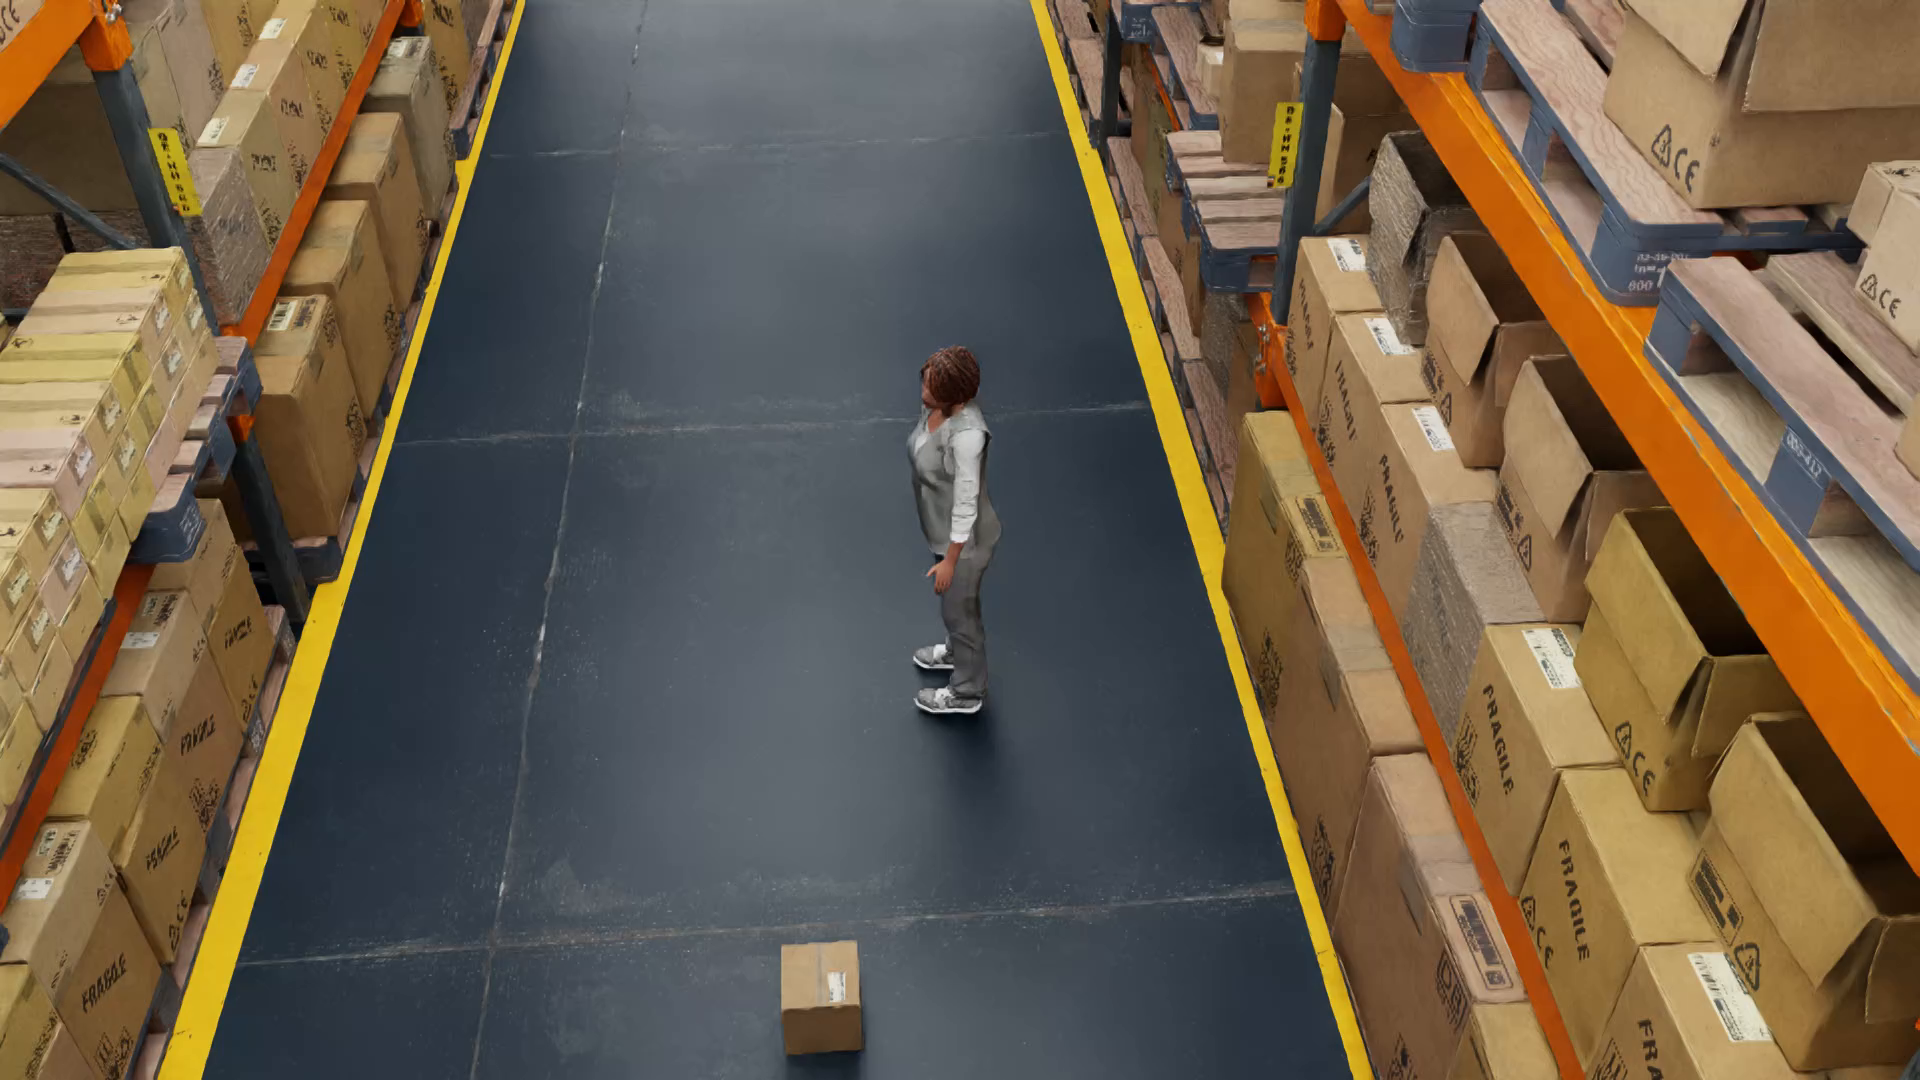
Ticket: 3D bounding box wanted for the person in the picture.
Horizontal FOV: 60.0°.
[{"bbox_3d":[-0.029,-0.022,6.151,0.339,1.605,0.467,-9,40,-11],"label":"person"}]
